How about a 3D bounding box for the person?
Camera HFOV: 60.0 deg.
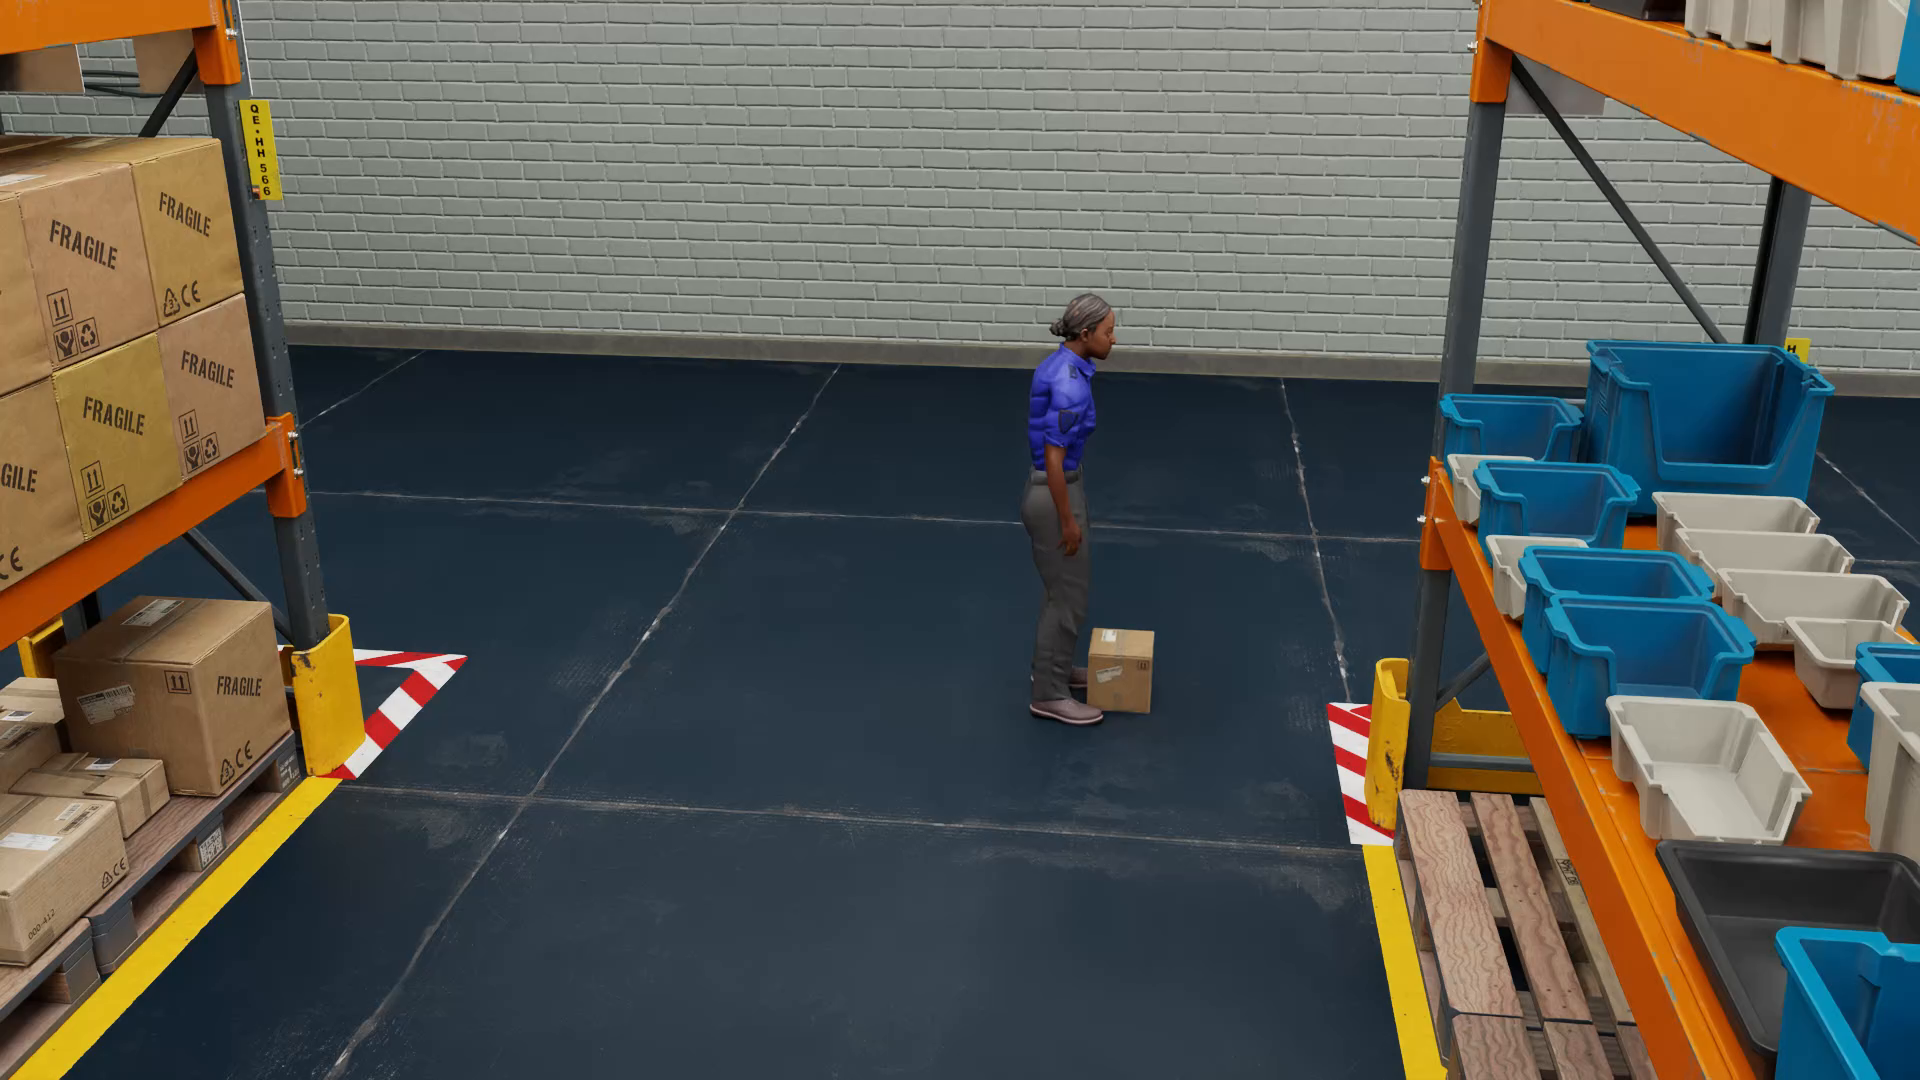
[{"bbox_3d":[0.410,-0.134,6.435,0.349,1.653,0.514,2,21,4],"label":"person"}]
